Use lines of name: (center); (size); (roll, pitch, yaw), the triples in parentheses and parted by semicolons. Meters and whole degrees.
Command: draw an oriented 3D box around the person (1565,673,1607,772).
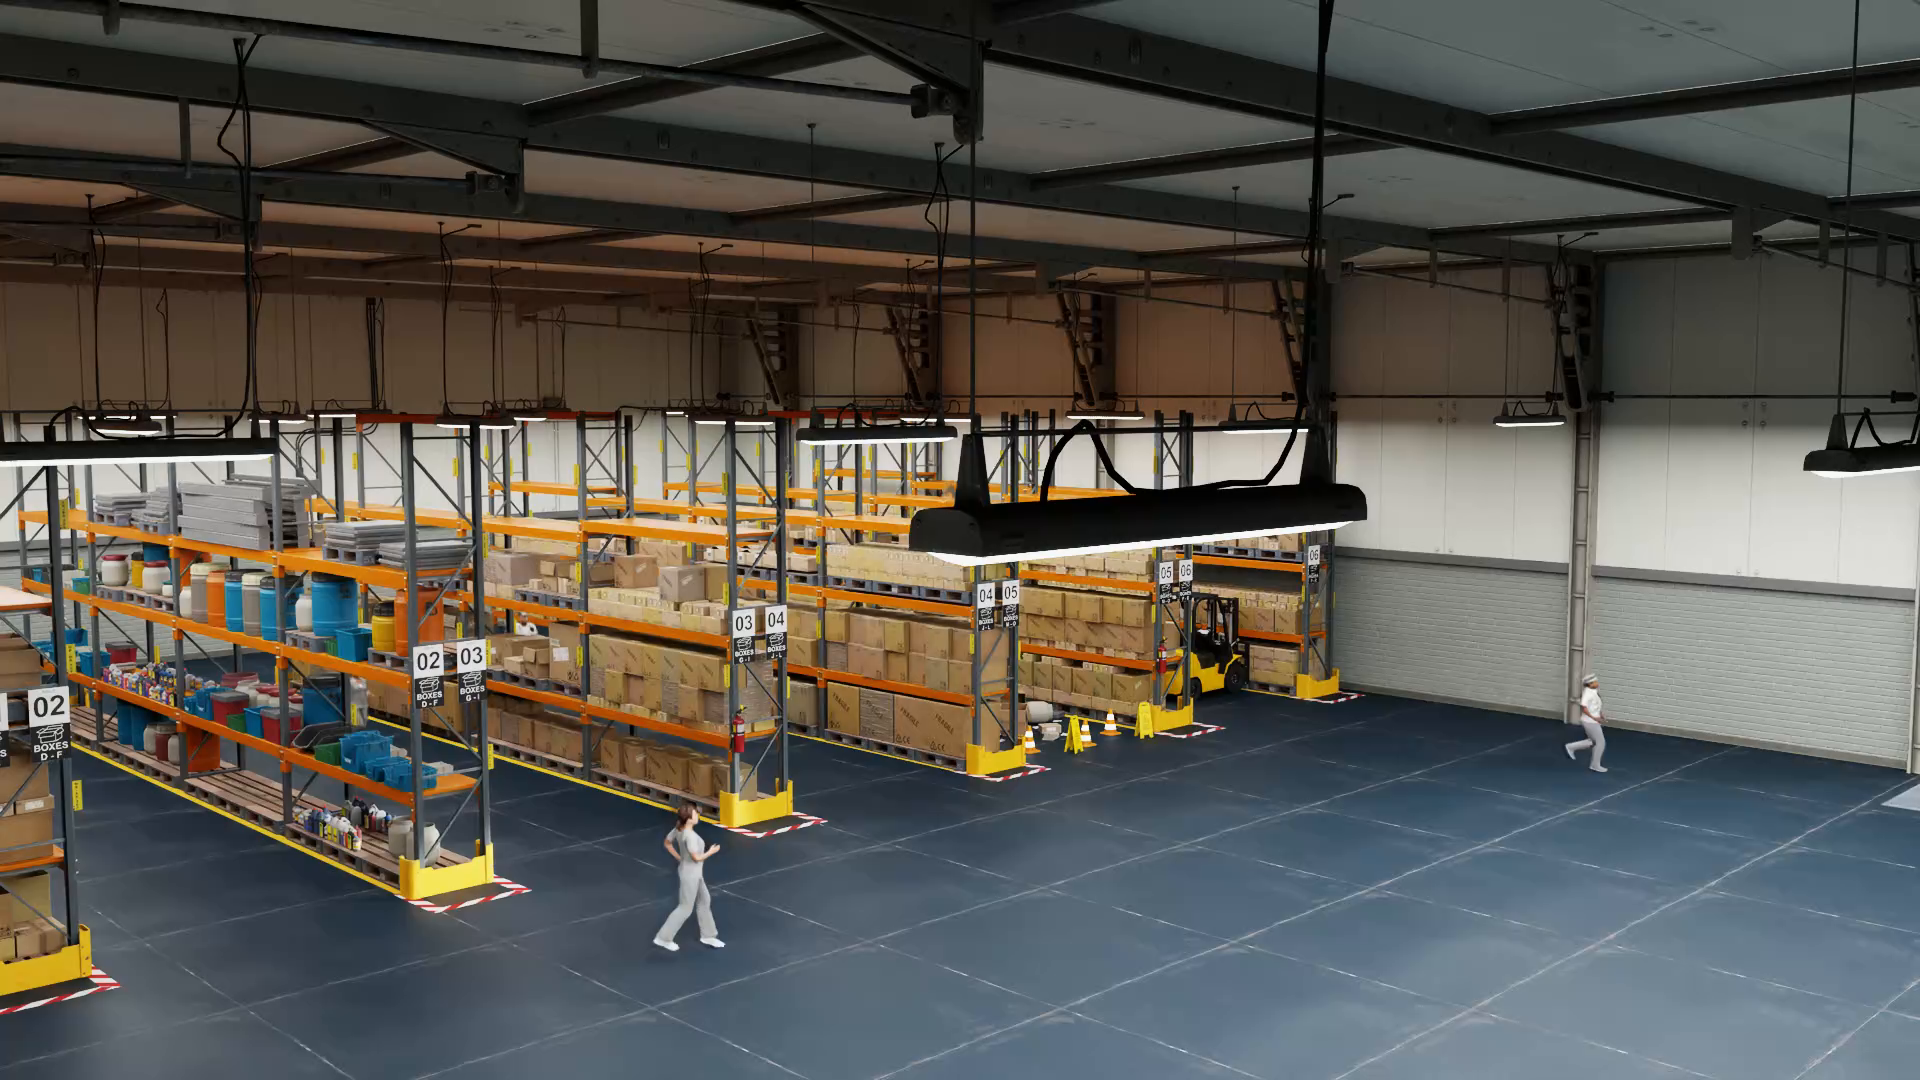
person: (10.606, 3.075, 28.110); (0.686, 1.677, 0.557); (2, 5, 18)

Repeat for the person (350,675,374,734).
person: (-10.641, 2.985, 29.456); (0.550, 1.559, 0.527); (3, 6, 35)

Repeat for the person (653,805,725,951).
person: (-3.072, 3.845, 18.842); (0.840, 1.707, 0.555); (-2, 5, -20)

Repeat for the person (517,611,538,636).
person: (-9.360, 2.384, 35.745); (0.648, 1.777, 0.977); (-4, 6, -39)
